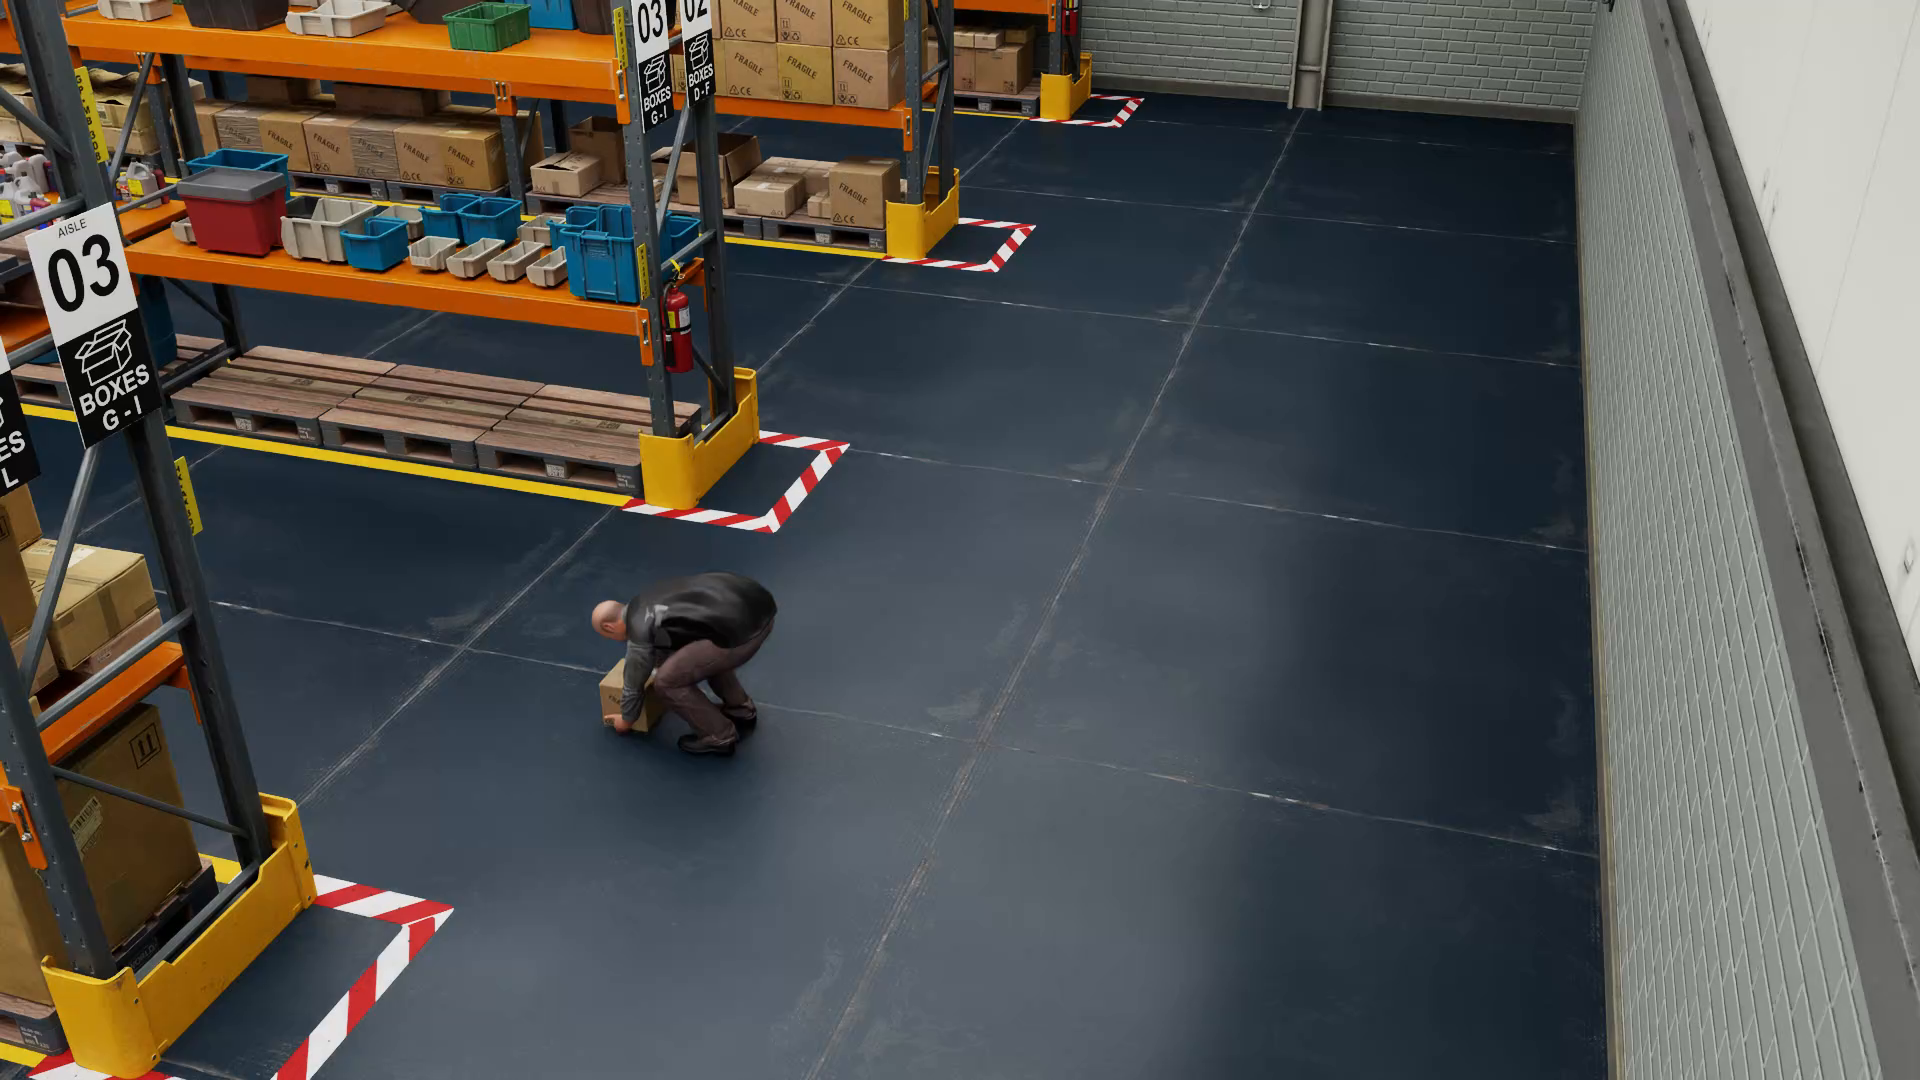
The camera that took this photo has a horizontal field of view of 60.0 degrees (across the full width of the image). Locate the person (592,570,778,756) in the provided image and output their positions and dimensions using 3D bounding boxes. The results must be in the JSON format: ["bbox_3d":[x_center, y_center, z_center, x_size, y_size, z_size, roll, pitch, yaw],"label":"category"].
[{"bbox_3d":[-1.385,0.576,8.325,0.947,0.922,0.518,7,30,13],"label":"person"}]
